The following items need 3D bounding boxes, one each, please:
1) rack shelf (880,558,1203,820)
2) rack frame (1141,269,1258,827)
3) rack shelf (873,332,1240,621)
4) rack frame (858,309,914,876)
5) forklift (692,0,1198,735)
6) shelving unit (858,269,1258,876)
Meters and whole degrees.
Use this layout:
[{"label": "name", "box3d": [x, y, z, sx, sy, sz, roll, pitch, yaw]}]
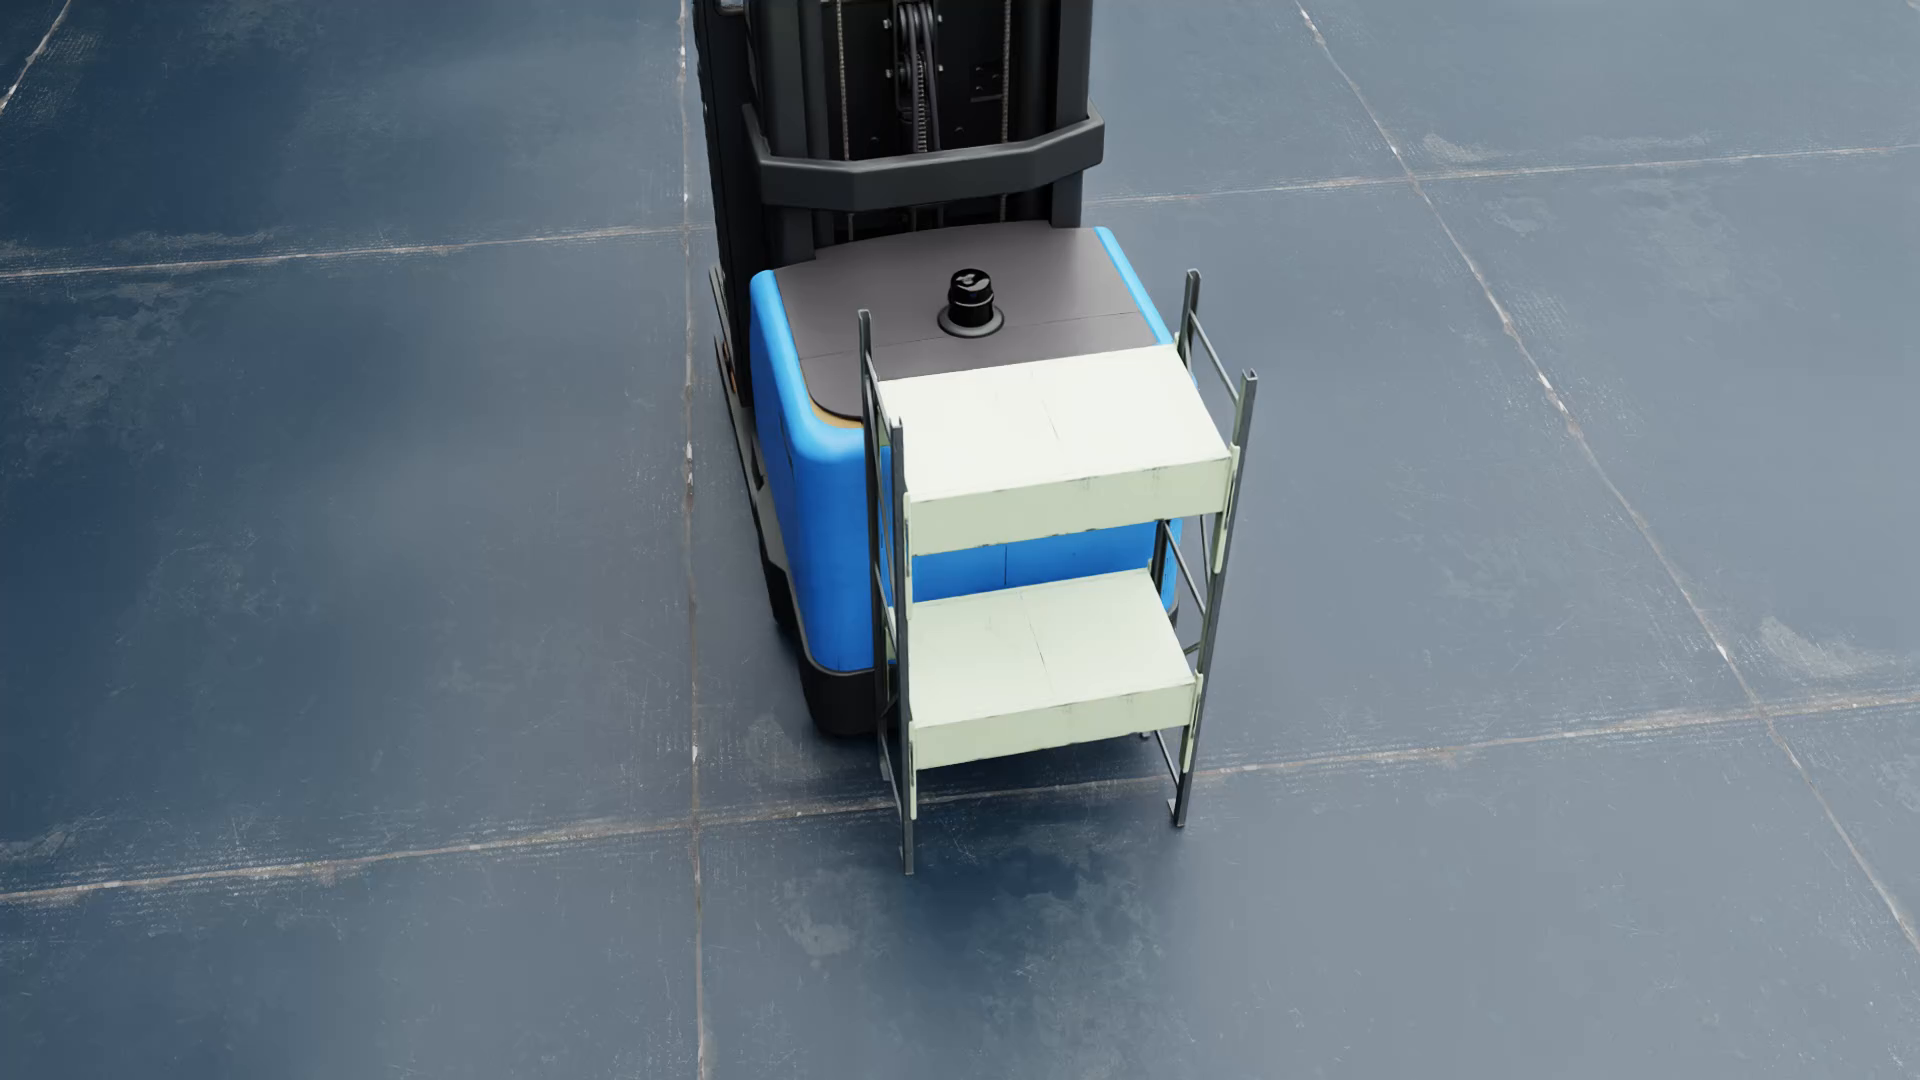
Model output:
[{"label": "rack shelf", "box3d": [0.188, 0.371, 4.196, 0.720, 0.370, 0.431, -8, 44, -9]}, {"label": "rack frame", "box3d": [0.547, 0.082, 4.029, 0.023, 1.500, 0.400, -8, 44, -9]}, {"label": "rack shelf", "box3d": [0.192, -0.148, 3.702, 0.720, 0.370, 0.431, -8, 44, -9]}, {"label": "rack frame", "box3d": [-0.168, 0.187, 3.913, 0.023, 1.500, 0.400, -8, 44, -9]}, {"label": "forklift", "box3d": [-0.236, -1.554, 4.784, 1.130, 2.935, 3.031, -9, 43, -10]}, {"label": "shelving unit", "box3d": [0.190, 0.135, 3.971, 0.755, 1.500, 0.431, -8, 44, -9]}]
